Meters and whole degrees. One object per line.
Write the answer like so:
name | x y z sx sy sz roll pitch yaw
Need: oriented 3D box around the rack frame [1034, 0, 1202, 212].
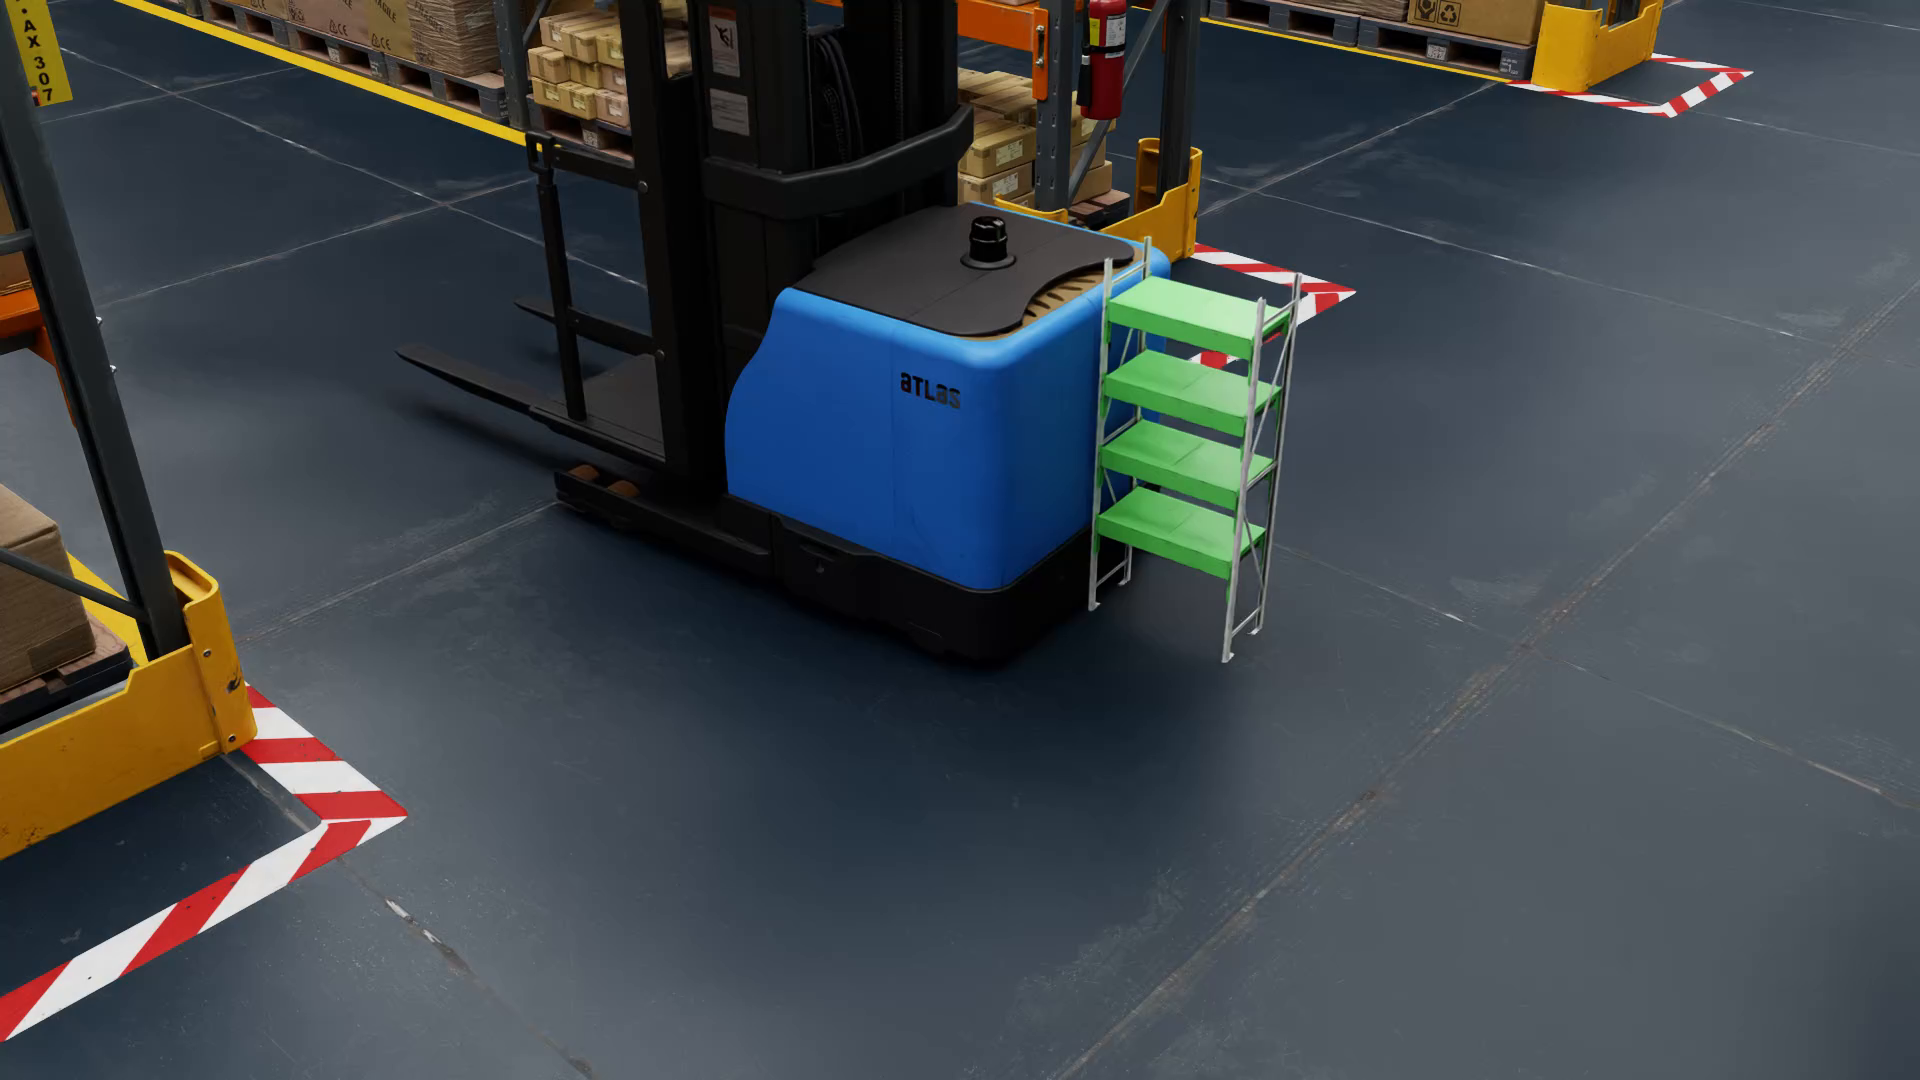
rack frame | 0.701 -2.494 6.984 0.127 3.000 1.000 25 39 35

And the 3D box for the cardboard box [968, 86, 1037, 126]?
cardboard box | 0.255 -2.068 8.057 0.250 0.149 0.380 26 40 36

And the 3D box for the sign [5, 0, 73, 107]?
sign | -2.169 -1.181 3.887 0.005 0.325 0.100 25 39 35

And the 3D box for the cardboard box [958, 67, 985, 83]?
cardboard box | -0.085 -2.258 8.373 0.250 0.149 0.380 23 38 33

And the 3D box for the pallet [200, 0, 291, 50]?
pallet | -4.652 -3.797 11.852 1.213 0.211 1.003 25 39 35

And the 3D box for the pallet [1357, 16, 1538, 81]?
pallet | 3.459 -3.408 11.206 1.213 0.211 1.003 25 39 35

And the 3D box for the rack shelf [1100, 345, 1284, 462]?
rack shelf | 0.687 -0.411 4.928 0.480 0.148 0.258 21 37 30

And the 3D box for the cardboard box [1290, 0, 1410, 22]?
cardboard box | 2.901 -4.131 11.357 0.875 0.875 0.875 25 39 35

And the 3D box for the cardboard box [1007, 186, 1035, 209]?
cardboard box | 0.171 -1.555 7.781 0.250 0.149 0.380 26 40 36

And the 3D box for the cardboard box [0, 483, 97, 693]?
cardboard box | -3.102 0.162 4.650 0.875 0.438 0.875 24 38 34

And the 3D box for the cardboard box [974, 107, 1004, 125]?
cardboard box | -0.009 -1.902 7.782 0.250 0.149 0.380 26 40 36

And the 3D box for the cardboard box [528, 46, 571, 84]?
cardboard box | -2.211 -2.716 9.422 0.250 0.149 0.380 27 40 37

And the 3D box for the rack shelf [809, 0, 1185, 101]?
rack shelf | -0.782 -2.878 8.320 4.000 0.370 1.077 25 39 35

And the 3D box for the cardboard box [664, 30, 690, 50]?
cardboard box | -1.555 -2.625 8.982 0.250 0.149 0.380 24 38 34

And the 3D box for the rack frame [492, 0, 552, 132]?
rack frame | -2.265 -3.878 9.284 0.127 3.000 1.000 25 39 35

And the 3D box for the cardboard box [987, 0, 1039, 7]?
cardboard box | 0.270 -2.391 7.057 0.250 0.149 0.380 25 39 35

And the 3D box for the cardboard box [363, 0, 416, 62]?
cardboard box | -3.363 -3.325 10.381 0.500 0.500 0.500 24 38 34

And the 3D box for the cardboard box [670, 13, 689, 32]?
cardboard box | -1.421 -2.911 9.458 0.250 0.149 0.380 25 39 35

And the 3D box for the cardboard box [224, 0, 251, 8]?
cardboard box | -4.877 -4.029 11.551 0.500 0.500 0.500 23 38 33

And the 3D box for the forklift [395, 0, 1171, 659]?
forklift | -0.816 -1.492 5.386 3.031 2.935 1.130 21 37 30

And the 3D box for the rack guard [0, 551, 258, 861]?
rack guard | -2.528 0.513 4.413 0.348 0.500 1.175 25 39 35

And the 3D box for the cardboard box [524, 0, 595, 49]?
cardboard box | -2.635 -3.344 10.413 0.500 0.500 0.500 27 40 37

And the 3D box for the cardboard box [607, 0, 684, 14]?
cardboard box | -1.826 -3.068 9.718 0.250 0.149 0.380 26 40 36

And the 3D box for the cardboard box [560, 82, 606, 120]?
cardboard box | -2.013 -2.496 9.344 0.250 0.149 0.380 26 40 36

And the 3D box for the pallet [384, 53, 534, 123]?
pallet | -2.843 -2.952 10.450 1.213 0.211 1.003 25 39 35

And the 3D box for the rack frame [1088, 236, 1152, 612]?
rack frame | 0.490 -0.334 5.142 0.015 1.200 0.240 21 37 30

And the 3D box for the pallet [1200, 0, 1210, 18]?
pallet | 1.650 -4.252 12.609 1.213 0.211 1.003 25 39 35

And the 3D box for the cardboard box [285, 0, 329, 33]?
cardboard box | -4.118 -3.681 10.972 0.500 0.500 0.500 24 38 34

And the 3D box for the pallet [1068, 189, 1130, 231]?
pallet | 0.066 -1.620 8.237 1.213 0.211 1.003 25 39 35

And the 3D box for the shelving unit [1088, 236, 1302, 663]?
shelving unit | 0.687 -0.260 5.018 0.503 1.200 0.258 21 37 30

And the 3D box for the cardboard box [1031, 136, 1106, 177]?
cardboard box | 0.485 -1.859 7.999 0.250 0.149 0.380 27 40 37

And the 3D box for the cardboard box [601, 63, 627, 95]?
cardboard box | -1.758 -2.593 9.217 0.250 0.149 0.380 25 39 35

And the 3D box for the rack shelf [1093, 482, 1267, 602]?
rack shelf | 0.687 0.000 5.175 0.480 0.148 0.258 21 37 30

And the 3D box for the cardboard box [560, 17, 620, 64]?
cardboard box | -1.984 -2.775 9.232 0.380 0.149 0.250 -27 40 -37

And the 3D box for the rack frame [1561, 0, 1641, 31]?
rack frame | 4.104 -4.356 10.077 0.127 3.000 1.000 25 39 35
